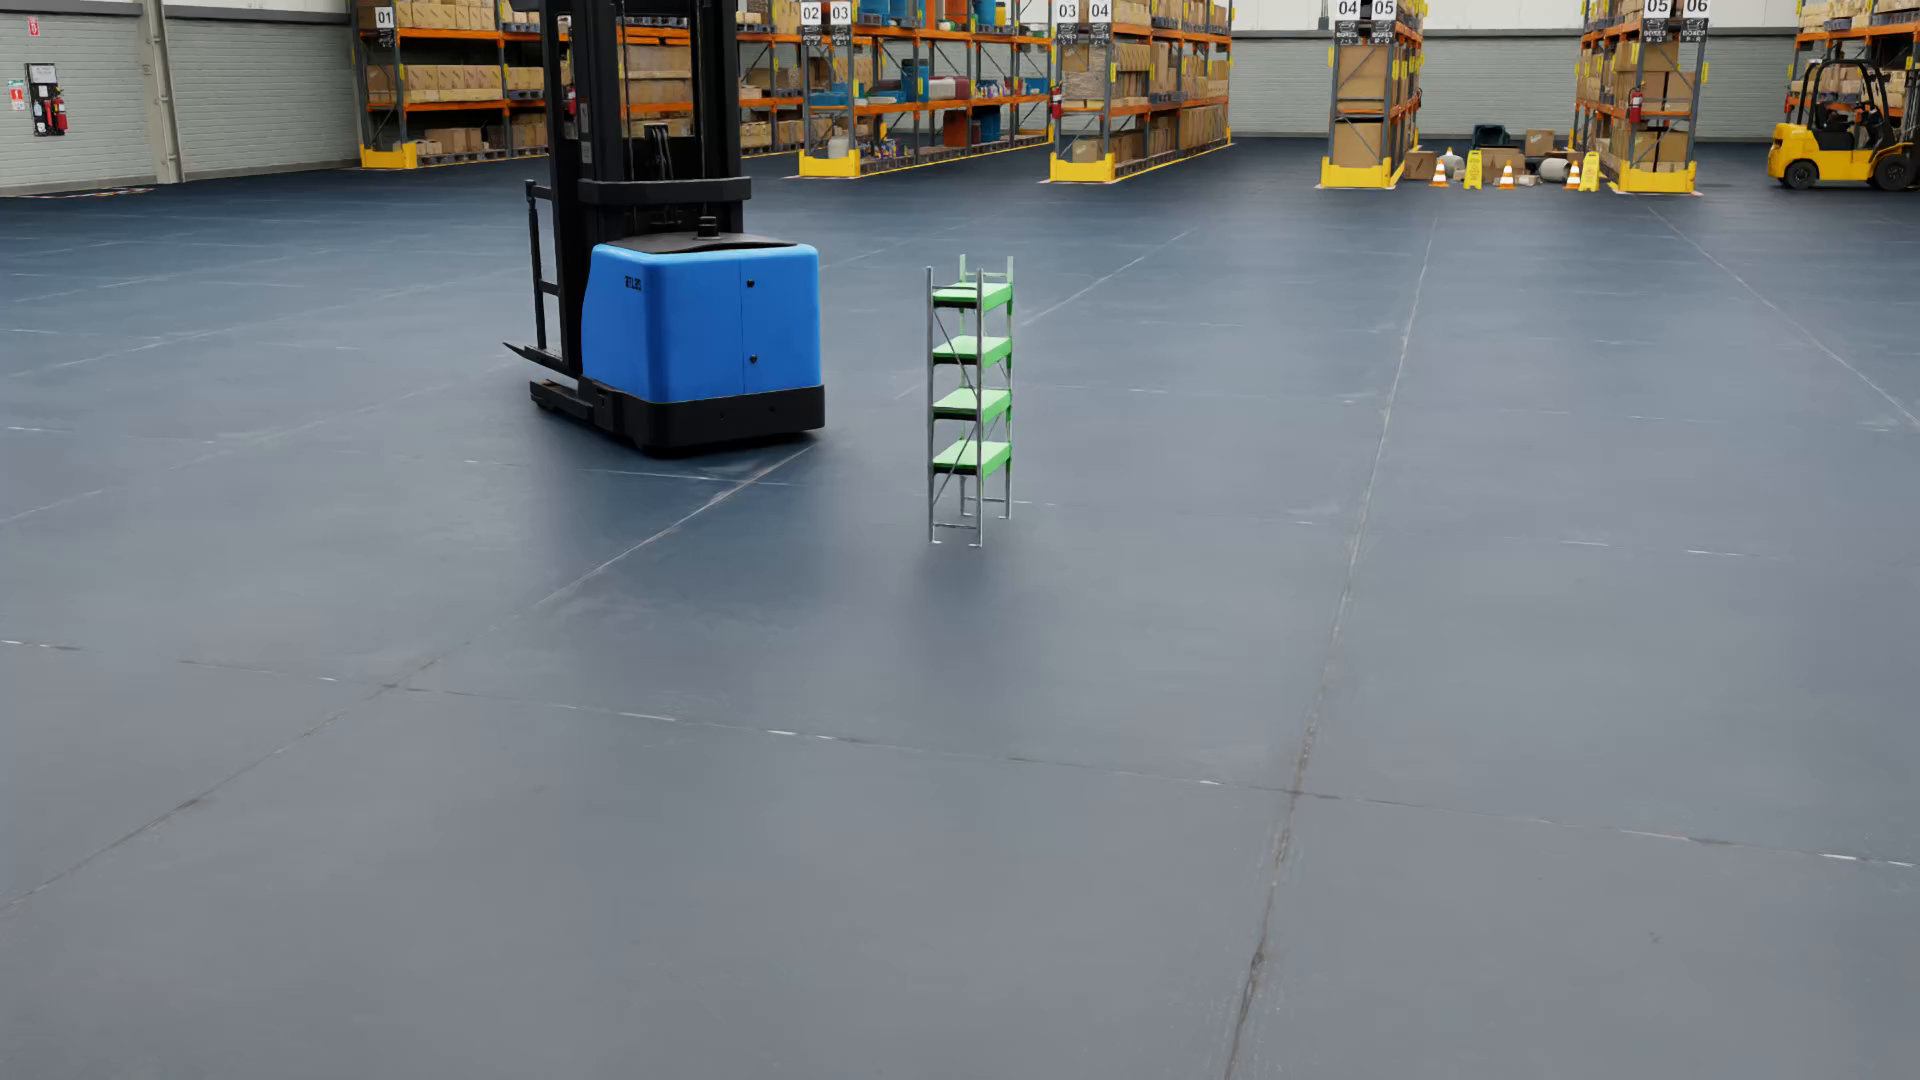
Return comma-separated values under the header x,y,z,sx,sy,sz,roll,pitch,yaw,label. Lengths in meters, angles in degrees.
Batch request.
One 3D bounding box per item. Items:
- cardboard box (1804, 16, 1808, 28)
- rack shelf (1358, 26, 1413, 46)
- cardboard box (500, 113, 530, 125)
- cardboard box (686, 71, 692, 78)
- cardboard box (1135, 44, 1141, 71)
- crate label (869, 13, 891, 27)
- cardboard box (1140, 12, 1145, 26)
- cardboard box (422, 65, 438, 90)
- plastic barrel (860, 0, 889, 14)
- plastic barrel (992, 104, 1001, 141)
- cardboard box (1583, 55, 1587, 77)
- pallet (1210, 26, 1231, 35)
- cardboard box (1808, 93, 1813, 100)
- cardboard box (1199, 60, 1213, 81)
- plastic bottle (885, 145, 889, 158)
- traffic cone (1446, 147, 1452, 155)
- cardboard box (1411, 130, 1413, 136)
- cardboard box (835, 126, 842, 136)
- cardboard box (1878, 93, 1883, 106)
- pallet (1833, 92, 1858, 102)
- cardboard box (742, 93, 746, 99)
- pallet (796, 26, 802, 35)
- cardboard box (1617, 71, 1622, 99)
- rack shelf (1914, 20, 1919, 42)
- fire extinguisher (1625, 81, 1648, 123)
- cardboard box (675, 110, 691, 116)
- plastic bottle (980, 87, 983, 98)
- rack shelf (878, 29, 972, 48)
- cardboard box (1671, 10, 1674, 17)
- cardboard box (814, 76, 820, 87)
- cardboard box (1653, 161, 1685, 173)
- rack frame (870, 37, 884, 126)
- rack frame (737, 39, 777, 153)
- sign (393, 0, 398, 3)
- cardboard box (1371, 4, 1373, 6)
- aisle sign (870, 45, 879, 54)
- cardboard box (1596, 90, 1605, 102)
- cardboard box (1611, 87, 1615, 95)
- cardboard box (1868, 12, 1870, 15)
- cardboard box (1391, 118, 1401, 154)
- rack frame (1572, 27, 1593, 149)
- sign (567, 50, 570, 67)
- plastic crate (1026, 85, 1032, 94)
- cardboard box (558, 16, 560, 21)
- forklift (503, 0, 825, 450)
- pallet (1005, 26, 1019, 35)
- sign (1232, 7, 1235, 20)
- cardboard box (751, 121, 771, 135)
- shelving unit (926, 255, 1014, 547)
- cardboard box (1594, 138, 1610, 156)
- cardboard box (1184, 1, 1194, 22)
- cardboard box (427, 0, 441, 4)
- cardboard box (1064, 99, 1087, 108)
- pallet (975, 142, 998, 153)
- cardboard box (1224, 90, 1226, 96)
x,y,z,sx,sy,sz,roll,pitch,yaw,label
20.543,-12.418,39.845,0.500,0.250,0.500,5,17,17,cardboard box
8.679,-10.355,34.162,1.077,0.370,4.000,5,16,16,rack shelf
-10.548,-9.978,39.410,0.500,0.250,0.500,4,16,15,cardboard box
-6.057,-10.123,36.150,0.380,0.149,0.250,4,16,15,cardboard box
3.236,-9.418,32.474,0.500,0.500,0.500,5,16,16,cardboard box
-1.653,-10.319,32.989,0.502,0.251,0.408,5,16,16,crate label
3.346,-10.242,32.718,0.500,0.250,0.500,5,17,17,cardboard box
-11.426,-9.780,35.177,0.500,0.500,0.500,5,16,16,cardboard box
-1.750,-11.164,34.008,0.600,0.901,0.708,5,16,16,plastic barrel
0.738,-10.675,42.543,0.600,0.901,0.708,5,16,16,plastic barrel
15.316,-11.411,40.046,0.500,0.500,0.500,5,17,17,cardboard box
6.593,-13.491,44.062,1.003,0.211,1.213,5,16,16,pallet
20.017,-10.344,38.761,0.380,0.149,0.250,4,16,15,cardboard box
6.039,-11.776,41.706,0.500,0.500,0.500,5,16,16,cardboard box
-1.504,-8.002,34.237,0.097,0.271,0.097,0,16,0,plastic bottle
9.940,-7.748,33.799,0.336,0.463,0.334,5,16,16,traffic cone
11.221,-10.275,41.969,0.380,0.149,0.250,5,17,16,cardboard box
-3.513,-11.019,44.803,0.500,0.311,0.500,5,16,16,cardboard box
17.985,-8.469,31.965,0.500,0.250,0.500,5,17,18,cardboard box
19.330,-9.457,35.525,1.003,0.211,1.213,5,16,16,pallet
-5.285,-10.503,39.322,0.380,0.149,0.250,6,17,20,cardboard box
-4.384,-12.924,42.245,1.213,0.211,1.003,5,16,16,pallet
12.373,-8.342,30.515,0.500,0.500,0.500,5,16,16,cardboard box
17.077,-8.567,27.859,1.077,0.370,4.000,5,16,16,rack shelf
11.274,-7.300,27.710,0.296,0.674,0.183,5,16,16,fire extinguisher
-7.859,-12.103,47.124,0.380,0.149,0.250,4,16,14,cardboard box
0.499,-10.847,40.312,0.097,0.271,0.097,0,16,0,plastic bottle
-0.796,-11.150,36.965,1.077,0.370,4.000,5,16,16,rack shelf
12.298,-8.924,28.258,0.380,0.149,0.250,5,16,16,cardboard box
-3.943,-12.207,44.686,0.500,0.500,0.500,5,17,17,cardboard box
12.243,-6.400,28.665,0.500,0.250,0.500,4,16,15,cardboard box
-2.703,-13.055,47.858,1.000,3.000,0.127,5,16,16,rack frame
-4.976,-10.962,40.479,1.000,3.000,0.127,5,16,16,rack frame
-11.480,-11.073,33.774,0.100,0.325,0.005,5,16,16,sign
8.158,-10.553,32.864,0.500,0.250,0.500,5,17,16,cardboard box
-2.390,-14.299,47.482,0.394,0.787,0.004,5,16,16,aisle sign
13.917,-9.504,35.616,0.500,0.250,0.500,4,16,14,cardboard box
12.898,-8.753,32.381,0.380,0.149,0.250,4,16,15,cardboard box
18.744,-10.781,33.887,0.380,0.149,0.250,4,16,15,cardboard box
8.988,-8.749,36.030,1.050,0.750,0.750,4,16,15,cardboard box
16.296,-11.517,42.437,1.000,3.000,0.127,5,16,16,rack frame
-7.766,-9.585,33.071,0.100,0.325,0.005,5,16,16,sign
1.708,-12.061,44.551,0.416,0.233,0.300,5,16,16,plastic crate
-10.152,-12.675,40.803,0.500,0.500,0.500,5,16,16,cardboard box
-1.981,-2.240,9.857,1.130,2.935,3.031,-10,19,-32,forklift
0.780,-12.763,41.677,1.213,0.211,1.003,5,16,16,pallet
7.310,-14.071,44.466,0.100,0.325,0.005,5,16,16,sign
-4.889,-9.955,40.170,0.500,0.311,0.500,5,17,17,cardboard box
0.047,-0.621,7.318,0.258,1.200,0.503,5,16,16,shelving unit
13.852,-8.215,34.841,0.950,0.372,0.625,3,16,12,cardboard box
5.081,-12.423,39.176,0.797,0.503,0.637,4,16,15,cardboard box
-11.332,-11.578,35.102,0.500,0.500,0.500,5,17,17,cardboard box
2.130,-8.069,30.742,0.380,0.149,0.250,5,16,16,cardboard box
0.305,-9.763,41.362,1.003,0.211,1.213,5,16,16,pallet
6.864,-11.912,44.289,0.380,0.149,0.250,5,16,16,cardboard box
